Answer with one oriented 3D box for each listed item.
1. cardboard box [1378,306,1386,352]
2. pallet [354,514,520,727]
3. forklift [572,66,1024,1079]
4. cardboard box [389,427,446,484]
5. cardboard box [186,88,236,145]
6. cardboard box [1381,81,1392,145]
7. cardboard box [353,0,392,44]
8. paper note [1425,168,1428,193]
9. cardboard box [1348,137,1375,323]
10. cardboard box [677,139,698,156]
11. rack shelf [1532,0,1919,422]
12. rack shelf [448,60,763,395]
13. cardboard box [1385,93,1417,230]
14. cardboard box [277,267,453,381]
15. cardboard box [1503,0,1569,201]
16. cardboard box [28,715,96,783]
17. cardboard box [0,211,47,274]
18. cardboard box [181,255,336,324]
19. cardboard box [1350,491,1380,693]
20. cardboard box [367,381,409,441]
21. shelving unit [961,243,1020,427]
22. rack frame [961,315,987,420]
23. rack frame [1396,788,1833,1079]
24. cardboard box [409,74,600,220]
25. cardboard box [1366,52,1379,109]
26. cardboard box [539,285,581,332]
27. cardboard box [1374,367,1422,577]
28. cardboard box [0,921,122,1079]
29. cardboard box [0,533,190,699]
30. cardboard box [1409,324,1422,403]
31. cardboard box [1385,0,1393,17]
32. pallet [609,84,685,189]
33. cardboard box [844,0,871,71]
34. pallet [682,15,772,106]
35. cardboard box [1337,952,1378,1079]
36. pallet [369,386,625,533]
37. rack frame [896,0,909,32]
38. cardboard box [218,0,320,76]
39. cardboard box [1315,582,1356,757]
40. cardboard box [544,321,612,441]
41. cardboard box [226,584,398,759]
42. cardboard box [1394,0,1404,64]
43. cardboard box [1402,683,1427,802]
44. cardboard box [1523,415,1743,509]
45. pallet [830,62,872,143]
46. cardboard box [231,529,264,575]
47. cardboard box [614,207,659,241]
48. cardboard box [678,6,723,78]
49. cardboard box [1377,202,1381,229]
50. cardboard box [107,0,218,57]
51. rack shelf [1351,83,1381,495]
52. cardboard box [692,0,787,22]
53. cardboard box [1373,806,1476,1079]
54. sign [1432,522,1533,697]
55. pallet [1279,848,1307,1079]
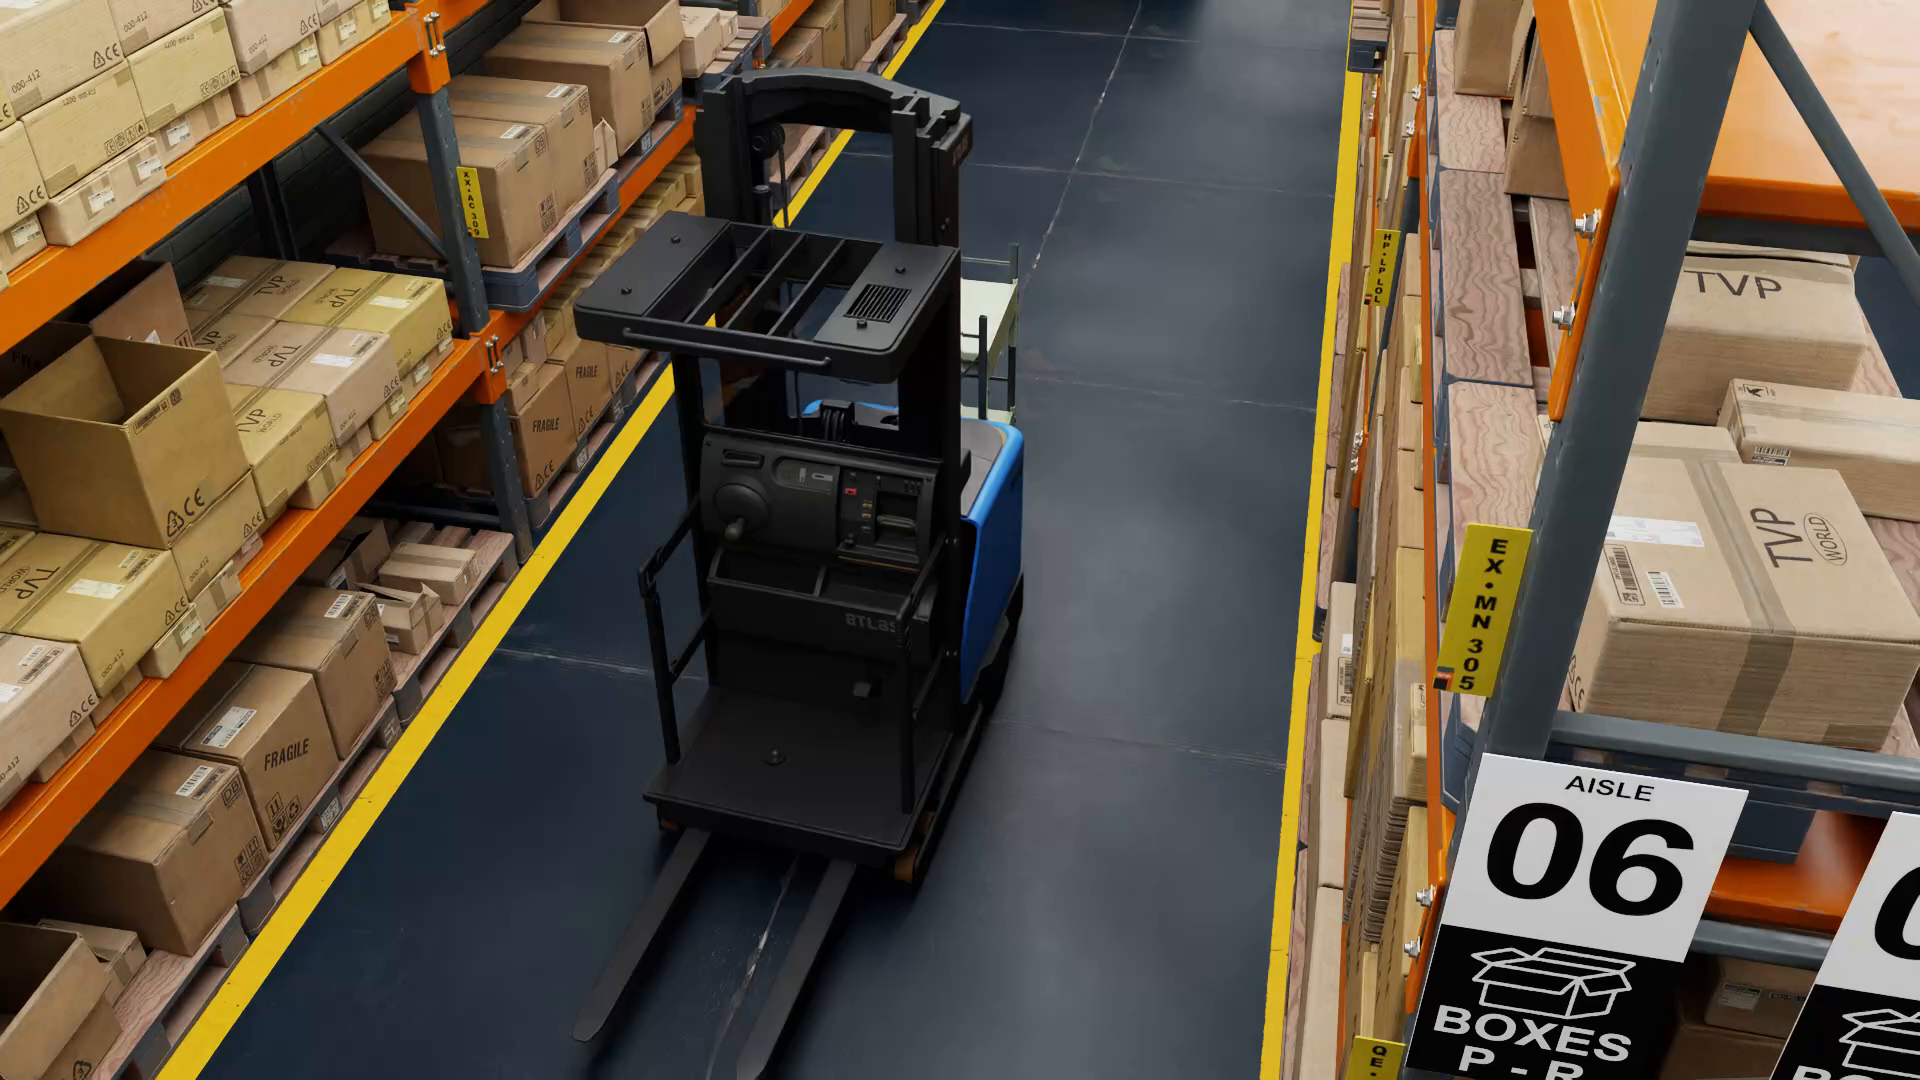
[{"bbox_3d":[2.044,-0.989,7.030,0.500,0.250,0.500,7,37,10],"label":"cardboard box"},{"bbox_3d":[-2.810,0.339,7.873,1.003,0.211,1.213,7,37,10],"label":"pallet"},{"bbox_3d":[-0.602,-0.078,6.130,1.130,2.935,3.031,10,37,13],"label":"forklift"},{"bbox_3d":[-2.846,-0.660,8.647,0.500,0.500,0.500,7,37,10],"label":"cardboard box"},{"bbox_3d":[-2.714,-1.471,5.651,0.380,0.149,0.250,9,37,12],"label":"cardboard box"},{"bbox_3d":[2.463,-2.159,8.644,0.500,0.250,0.500,7,37,10],"label":"cardboard box"},{"bbox_3d":[-2.450,-2.053,6.455,0.380,0.149,0.250,7,37,10],"label":"cardboard box"},{"bbox_3d":[1.213,-0.934,4.335,0.006,0.032,0.123,7,37,10],"label":"paper note"},{"bbox_3d":[2.813,-1.781,9.874,0.875,0.875,0.875,7,37,10],"label":"cardboard box"},{"bbox_3d":[-1.694,-2.422,10.525,0.380,0.149,0.250,6,36,8],"label":"cardboard box"},{"bbox_3d":[1.761,-1.393,3.728,1.077,0.370,4.000,7,37,10],"label":"rack shelf"},{"bbox_3d":[-2.235,-2.039,9.390,1.077,0.370,4.000,7,37,10],"label":"rack shelf"},{"bbox_3d":[2.141,-1.594,7.226,0.500,0.500,0.500,8,37,11],"label":"cardboard box"},{"bbox_3d":[-2.533,-0.921,7.109,0.500,0.250,0.500,8,37,11],"label":"cardboard box"},{"bbox_3d":[1.931,-1.253,4.606,0.797,0.503,0.637,10,37,14],"label":"cardboard box"},{"bbox_3d":[-3.033,0.613,5.332,0.380,0.149,0.250,8,37,11],"label":"cardboard box"},{"bbox_3d":[-2.924,-0.886,4.845,0.380,0.149,0.250,7,37,9],"label":"cardboard box"},{"bbox_3d":[-3.032,-0.993,7.209,0.500,0.250,0.500,7,37,9],"label":"cardboard box"},{"bbox_3d":[1.608,0.204,5.597,0.500,0.500,0.500,8,37,10],"label":"cardboard box"},{"bbox_3d":[-2.550,-0.563,6.956,0.380,0.149,0.250,8,37,11],"label":"cardboard box"},{"bbox_3d":[0.001,-0.611,8.085,0.431,1.500,0.755,7,37,10],"label":"shelving unit"},{"bbox_3d":[-0.077,-0.401,7.796,0.400,1.500,0.023,7,37,10],"label":"rack frame"},{"bbox_3d":[1.333,1.730,3.578,1.000,3.000,0.127,7,37,10],"label":"rack frame"},{"bbox_3d":[-2.230,-1.940,8.198,0.700,0.500,0.500,8,37,10],"label":"cardboard box"},{"bbox_3d":[3.637,-3.542,12.733,0.950,0.372,0.625,10,37,13],"label":"cardboard box"},{"bbox_3d":[-2.253,-1.252,8.912,0.380,0.149,0.250,7,36,9],"label":"cardboard box"},{"bbox_3d":[1.615,-0.185,5.282,0.500,0.500,0.500,8,37,11],"label":"cardboard box"},{"bbox_3d":[-3.293,1.612,5.510,0.797,0.503,0.637,6,36,8],"label":"cardboard box"},{"bbox_3d":[-2.944,0.243,5.503,0.500,0.250,0.500,7,36,9],"label":"cardboard box"},{"bbox_3d":[1.616,-0.539,5.218,0.380,0.149,0.250,6,36,9],"label":"cardboard box"},{"bbox_3d":[2.868,-3.483,10.074,0.500,0.500,0.500,6,36,9],"label":"cardboard box"},{"bbox_3d":[-2.219,-2.284,9.278,1.003,0.211,1.213,7,37,10],"label":"pallet"},{"bbox_3d":[-1.227,-4.234,13.472,0.875,0.625,0.625,7,37,9],"label":"cardboard box"},{"bbox_3d":[-1.884,-3.002,10.269,1.213,0.211,1.003,7,37,10],"label":"pallet"},{"bbox_3d":[1.178,1.379,3.976,0.500,0.500,0.500,8,37,10],"label":"cardboard box"},{"bbox_3d":[-2.525,-0.526,9.066,1.003,0.211,1.213,7,37,10],"label":"pallet"},{"bbox_3d":[-0.953,-5.770,13.925,1.000,3.000,0.127,7,37,10],"label":"rack frame"},{"bbox_3d":[-2.621,-1.851,5.836,0.500,0.250,0.500,6,36,8],"label":"cardboard box"},{"bbox_3d":[1.949,0.650,6.892,0.875,0.438,0.875,7,36,9],"label":"cardboard box"},{"bbox_3d":[-2.235,-0.897,8.974,0.500,0.500,0.500,7,36,9],"label":"cardboard box"},{"bbox_3d":[-2.851,0.533,7.001,0.700,0.500,0.500,6,36,8],"label":"cardboard box"},{"bbox_3d":[2.601,-2.764,8.841,0.500,0.500,0.500,7,37,10],"label":"cardboard box"},{"bbox_3d":[1.218,0.484,3.807,0.380,0.149,0.250,7,37,10],"label":"cardboard box"},{"bbox_3d":[1.353,-0.113,3.336,0.380,0.149,0.250,5,36,6],"label":"cardboard box"},{"bbox_3d":[-1.331,-3.512,13.186,1.003,0.211,1.213,7,37,10],"label":"pallet"},{"bbox_3d":[-2.831,0.015,6.158,0.380,0.149,0.250,7,37,10],"label":"cardboard box"},{"bbox_3d":[-1.976,-1.826,9.703,0.380,0.149,0.250,6,36,8],"label":"cardboard box"},{"bbox_3d":[-1.717,-2.941,9.792,0.500,0.250,0.500,6,36,8],"label":"cardboard box"},{"bbox_3d":[2.380,-1.667,8.392,0.500,0.250,0.500,7,37,10],"label":"cardboard box"},{"bbox_3d":[-2.751,-1.759,5.284,0.500,0.250,0.500,8,37,11],"label":"cardboard box"},{"bbox_3d":[2.615,-1.419,8.535,1.077,0.370,4.000,7,37,10],"label":"rack shelf"},{"bbox_3d":[-1.474,-3.640,11.114,0.500,0.250,0.500,7,37,10],"label":"cardboard box"},{"bbox_3d":[1.204,0.978,3.677,0.500,0.500,0.500,8,37,12],"label":"cardboard box"},{"bbox_3d":[0.806,0.113,2.566,0.100,0.325,0.005,7,37,10],"label":"sign"},{"bbox_3d":[1.690,1.693,6.004,1.003,0.211,1.213,7,37,10],"label":"pallet"}]
